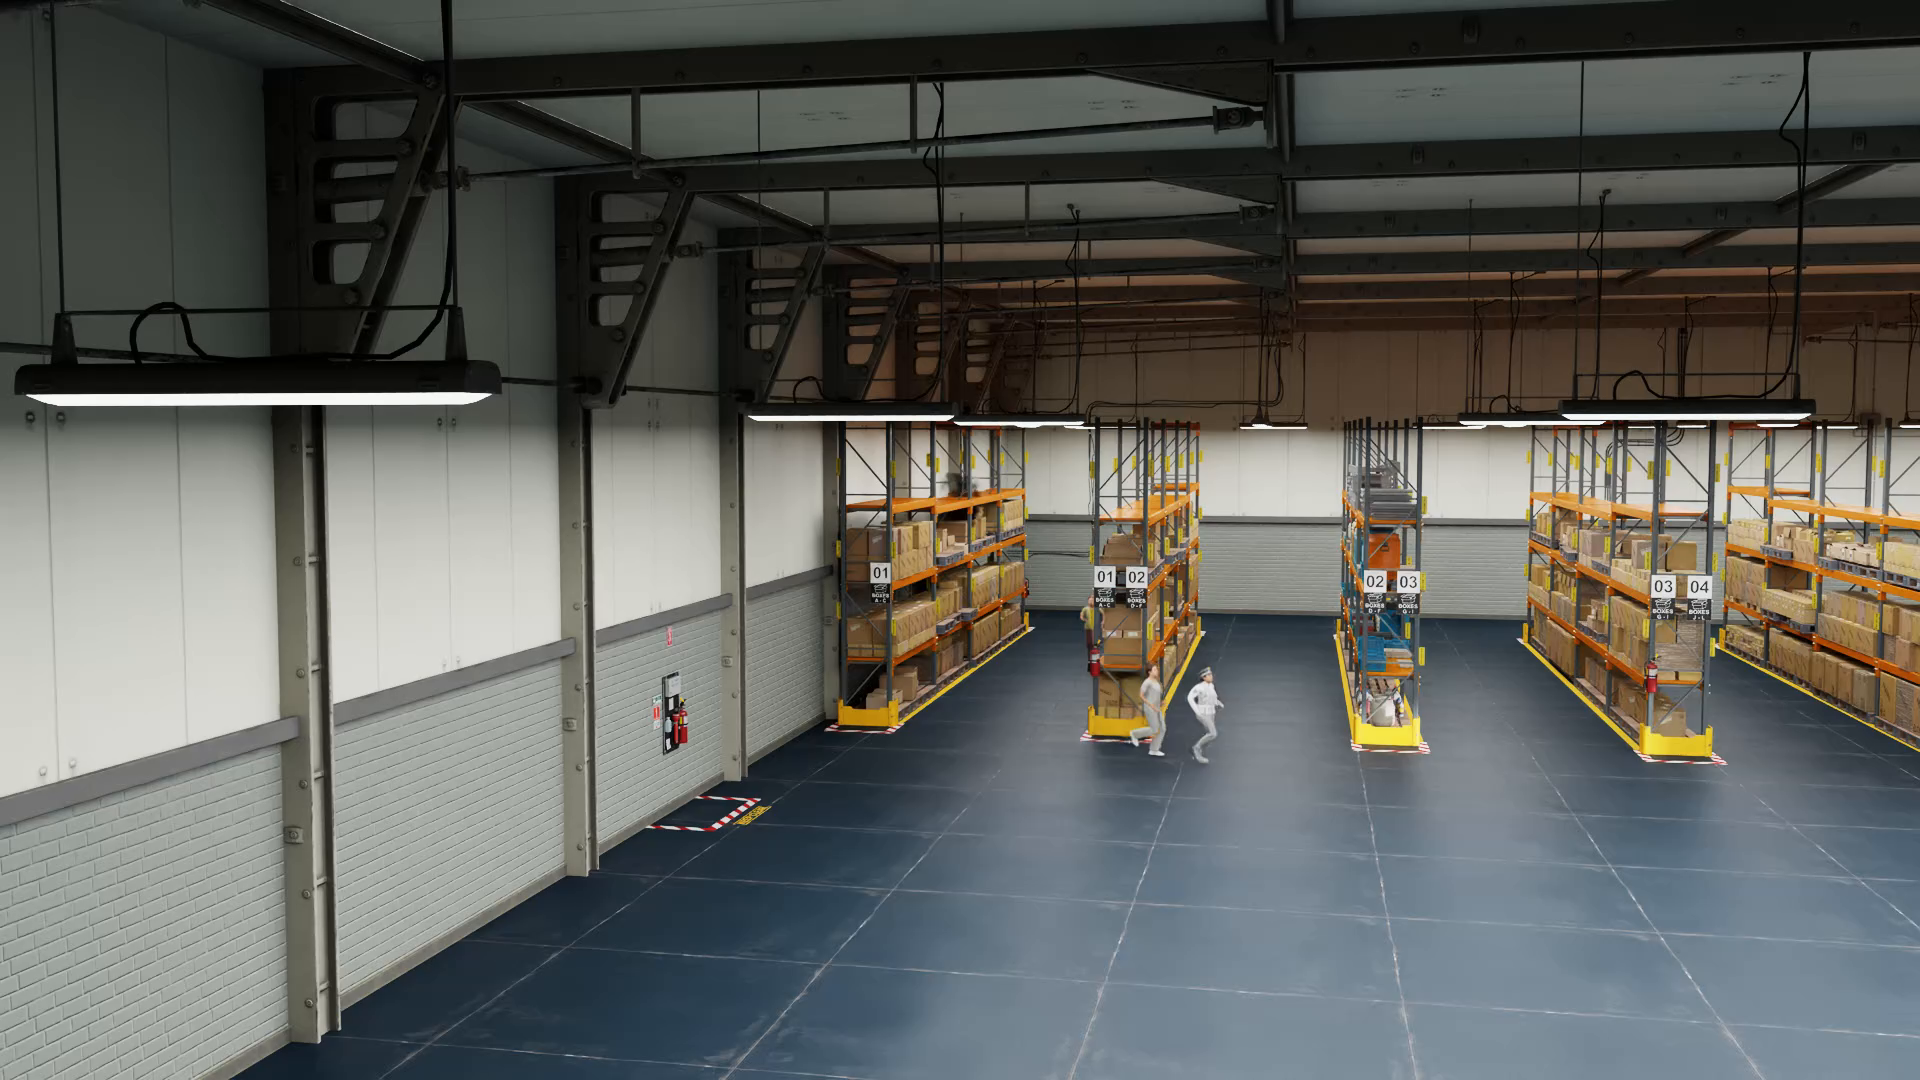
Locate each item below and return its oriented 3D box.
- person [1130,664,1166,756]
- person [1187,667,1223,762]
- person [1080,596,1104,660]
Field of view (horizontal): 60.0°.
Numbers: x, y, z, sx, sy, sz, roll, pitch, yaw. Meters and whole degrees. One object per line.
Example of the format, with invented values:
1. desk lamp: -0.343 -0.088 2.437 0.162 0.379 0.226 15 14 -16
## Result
1. person: 3.370 3.000 29.514 0.684 1.630 0.570 2 4 34
2. person: 4.266 3.014 28.682 0.532 1.666 0.667 3 5 40
3. person: 3.256 2.238 41.047 0.594 1.743 0.729 1 4 12
